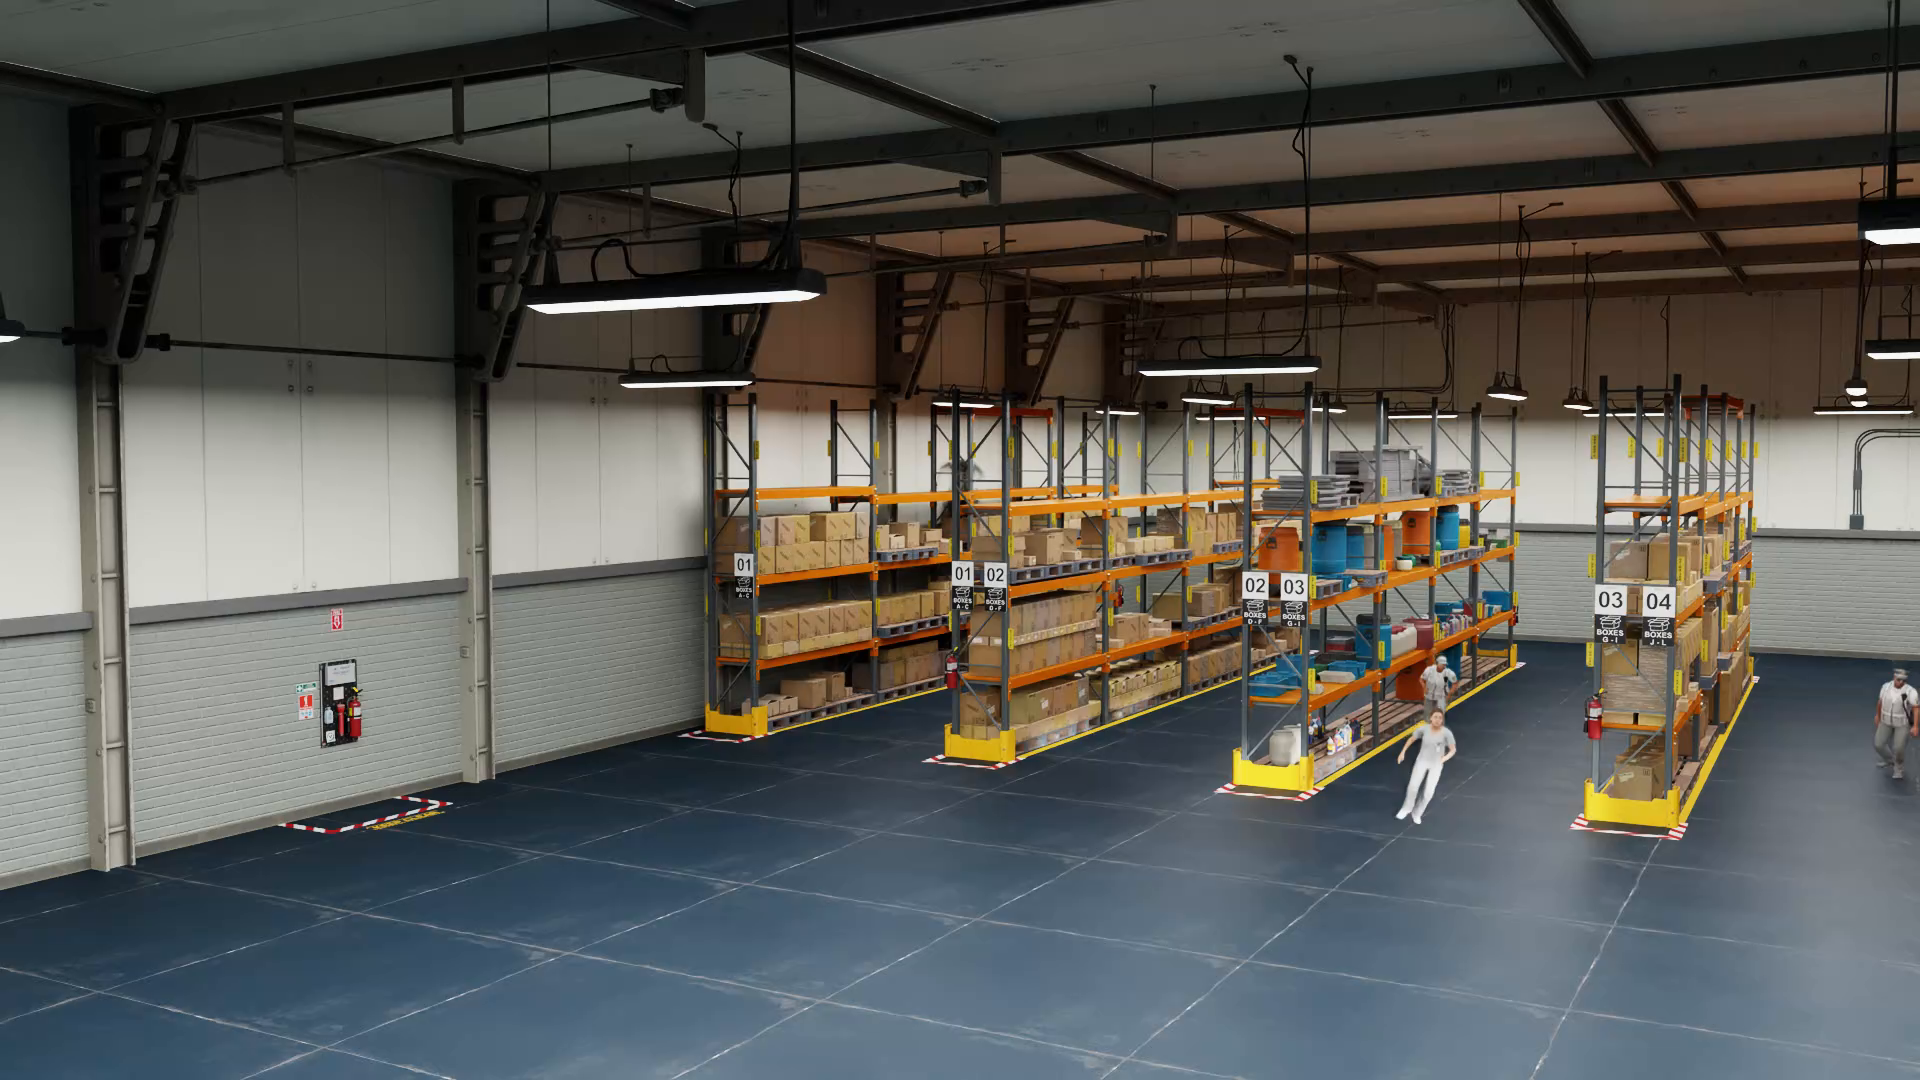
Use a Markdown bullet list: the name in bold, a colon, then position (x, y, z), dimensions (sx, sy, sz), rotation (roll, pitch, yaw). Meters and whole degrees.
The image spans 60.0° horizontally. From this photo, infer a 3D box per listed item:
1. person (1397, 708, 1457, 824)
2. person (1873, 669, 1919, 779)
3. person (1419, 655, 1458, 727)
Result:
- **person**: position (6.243, 3.034, 22.242), dimensions (0.760, 1.595, 0.585), rotation (1, 3, 10)
- **person**: position (14.278, 2.786, 25.342), dimensions (0.610, 1.697, 0.717), rotation (-3, 4, -42)
- **person**: position (8.169, 2.722, 28.509), dimensions (0.701, 1.561, 0.781), rotation (2, 4, 32)
